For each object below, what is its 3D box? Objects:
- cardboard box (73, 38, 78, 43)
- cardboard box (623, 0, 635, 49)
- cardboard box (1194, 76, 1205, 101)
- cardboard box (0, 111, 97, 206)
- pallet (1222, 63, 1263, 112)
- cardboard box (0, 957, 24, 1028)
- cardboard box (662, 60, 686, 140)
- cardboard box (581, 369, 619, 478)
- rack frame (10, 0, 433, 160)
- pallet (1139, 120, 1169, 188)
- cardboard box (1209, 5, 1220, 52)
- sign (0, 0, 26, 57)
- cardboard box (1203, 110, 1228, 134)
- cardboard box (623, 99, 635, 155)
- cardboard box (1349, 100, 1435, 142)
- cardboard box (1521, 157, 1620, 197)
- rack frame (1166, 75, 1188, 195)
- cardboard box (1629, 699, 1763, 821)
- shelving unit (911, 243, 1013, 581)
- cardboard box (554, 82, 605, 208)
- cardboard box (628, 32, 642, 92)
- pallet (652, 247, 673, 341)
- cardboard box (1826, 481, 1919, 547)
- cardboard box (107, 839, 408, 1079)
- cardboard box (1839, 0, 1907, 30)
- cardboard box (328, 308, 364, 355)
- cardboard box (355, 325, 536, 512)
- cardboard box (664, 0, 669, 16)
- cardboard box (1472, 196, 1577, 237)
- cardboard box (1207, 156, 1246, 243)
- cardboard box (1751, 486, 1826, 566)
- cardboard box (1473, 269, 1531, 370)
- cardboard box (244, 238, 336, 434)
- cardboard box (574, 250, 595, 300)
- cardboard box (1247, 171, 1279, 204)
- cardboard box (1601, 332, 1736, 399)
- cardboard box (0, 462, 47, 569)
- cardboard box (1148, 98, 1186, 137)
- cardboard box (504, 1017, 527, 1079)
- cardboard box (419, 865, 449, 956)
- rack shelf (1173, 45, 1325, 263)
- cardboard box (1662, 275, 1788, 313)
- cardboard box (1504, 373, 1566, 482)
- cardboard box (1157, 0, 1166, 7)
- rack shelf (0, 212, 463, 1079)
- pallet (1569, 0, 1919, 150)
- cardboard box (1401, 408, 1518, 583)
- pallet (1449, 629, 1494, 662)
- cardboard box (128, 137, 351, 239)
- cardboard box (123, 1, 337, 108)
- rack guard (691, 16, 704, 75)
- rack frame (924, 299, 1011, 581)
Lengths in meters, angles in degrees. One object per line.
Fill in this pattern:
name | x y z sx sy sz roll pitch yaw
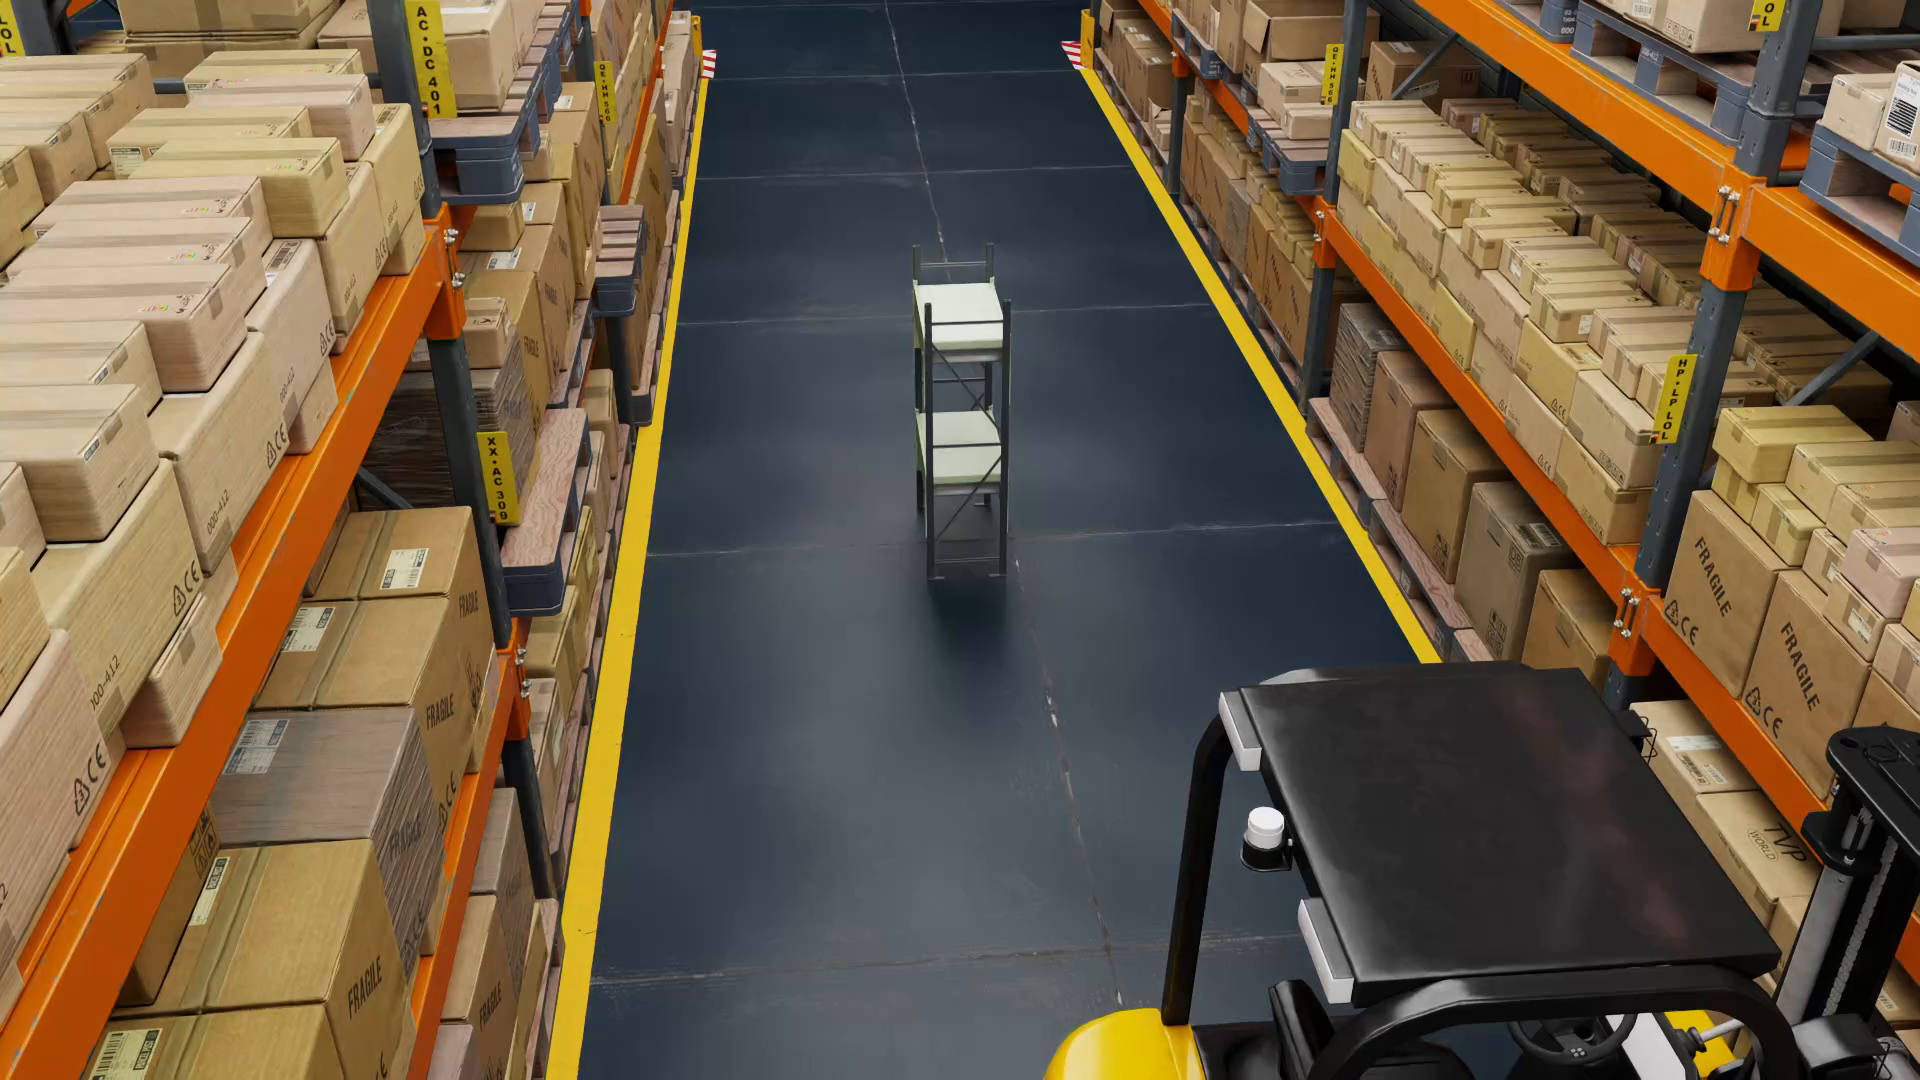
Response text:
cardboard box | -8.200 -4.427 15.027 0.380 0.149 0.250 -2 31 -4
cardboard box | -2.325 -3.350 10.360 0.500 0.500 0.500 -2 31 -4
cardboard box | 2.007 -3.441 12.691 0.380 0.149 0.250 -3 31 -5
cardboard box | -2.243 -0.876 3.833 0.380 0.149 0.250 -4 31 -6
pallet | 2.365 -2.989 11.016 1.003 0.211 1.213 -3 31 -5
cardboard box | -1.455 0.614 2.116 0.380 0.149 0.250 -2 31 -3
cardboard box | -2.800 -3.744 14.182 0.875 0.438 0.875 -4 31 -6
cardboard box | -2.347 -0.602 8.986 0.950 0.372 0.625 -5 31 -8
rack frame | -2.016 -2.372 3.946 1.000 3.000 0.127 -3 31 -5
pallet | 2.115 -3.274 14.026 1.003 0.211 1.213 -3 31 -5
cardboard box | 1.926 -3.515 11.432 0.396 0.266 0.258 -1 31 -2
sign | -2.569 -1.447 4.434 0.100 0.325 0.005 -3 31 -5
cardboard box | 2.049 -3.173 12.532 0.380 0.149 0.250 -4 31 -6
cardboard box | -2.294 -2.566 10.266 0.500 0.250 0.500 -2 31 -3
cardboard box | 2.288 -2.223 8.816 0.380 0.149 0.250 -2 31 -3
cardboard box | 2.922 -1.721 7.976 0.380 0.149 0.250 -3 31 -5
rack frame | 2.178 -4.121 12.723 1.000 3.000 0.127 -3 31 -5
cardboard box | 2.658 0.797 5.788 0.500 0.250 0.500 -3 31 -5
shelving unit | 0.001 -0.640 8.360 0.431 1.500 0.755 -3 31 -5
cardboard box | -2.071 -1.971 8.327 0.500 0.500 0.500 -4 31 -6
cardboard box | -2.307 -3.038 10.570 0.500 0.250 0.500 -2 31 -4
pallet | -2.500 -1.669 11.338 1.003 0.211 1.213 -3 31 -5
cardboard box | 2.807 -0.049 4.887 0.380 0.149 0.250 -3 31 -6
cardboard box | -1.567 1.036 3.702 0.500 0.500 0.500 -3 31 -6
cardboard box | 3.041 -1.882 5.789 0.380 0.149 0.250 -3 31 -5
cardboard box | -1.699 -0.567 4.094 0.380 0.149 0.250 -2 31 -4
cardboard box | -1.775 -0.400 5.698 0.500 0.500 0.500 -2 31 -3
cardboard box | -2.590 -4.433 13.149 0.500 0.500 0.500 -3 31 -4
cardboard box | 2.540 -1.436 7.499 0.380 0.149 0.250 -3 31 -5
cardboard box | 2.101 -2.444 11.944 0.500 0.500 0.500 -4 31 -6
cardboard box | 2.719 -0.050 5.179 0.380 0.149 0.250 -2 31 -3
cardboard box | 2.528 -0.948 7.071 0.500 0.250 0.500 -2 31 -4
cardboard box | -1.626 -0.416 3.452 0.500 0.250 0.500 -3 31 -5
cardboard box | -1.905 -1.226 7.713 0.380 0.149 0.250 -2 31 -4
cardboard box | 2.157 -2.382 11.209 0.380 0.149 0.250 -4 31 -7
cardboard box | 2.630 -0.652 6.187 0.380 0.149 0.250 -3 31 -5
cardboard box | -1.542 0.020 2.333 0.380 0.149 0.250 -3 31 -5
cardboard box | 1.800 -3.580 14.075 0.396 0.266 0.258 -2 31 -3
cardboard box | -1.634 1.764 5.143 0.500 0.250 0.500 -4 31 -6
cardboard box | -1.585 0.979 4.430 0.380 0.149 0.250 -3 31 -5
rack shelf | 2.365 -2.791 11.198 1.077 0.370 4.000 -3 31 -5
cardboard box | 3.066 -0.944 6.675 0.380 0.149 0.250 -3 31 -5
cardboard box | 2.565 -0.473 6.763 0.500 0.250 0.500 -3 31 -5
cardboard box | 1.802 -4.427 13.481 0.380 0.149 0.250 -2 31 -3
rack shelf | -1.830 0.246 3.190 1.077 0.370 4.000 -3 31 -5
pallet | 2.830 -1.692 5.918 0.805 0.209 1.217 -4 31 -7
cardboard box | 2.728 -0.243 8.138 0.875 0.625 0.625 -4 31 -7
pallet | 2.818 0.787 7.227 1.003 0.211 1.213 -3 31 -5
cardboard box | -1.579 -0.775 3.664 0.380 0.149 0.250 -2 31 -3
cardboard box | -2.215 -1.491 5.133 0.500 0.250 0.500 -3 31 -6
rack guard | -3.140 -4.862 16.403 1.175 0.500 0.348 -3 31 -5
rack frame | 0.035 -0.454 8.047 0.400 1.500 0.023 -3 31 -5
